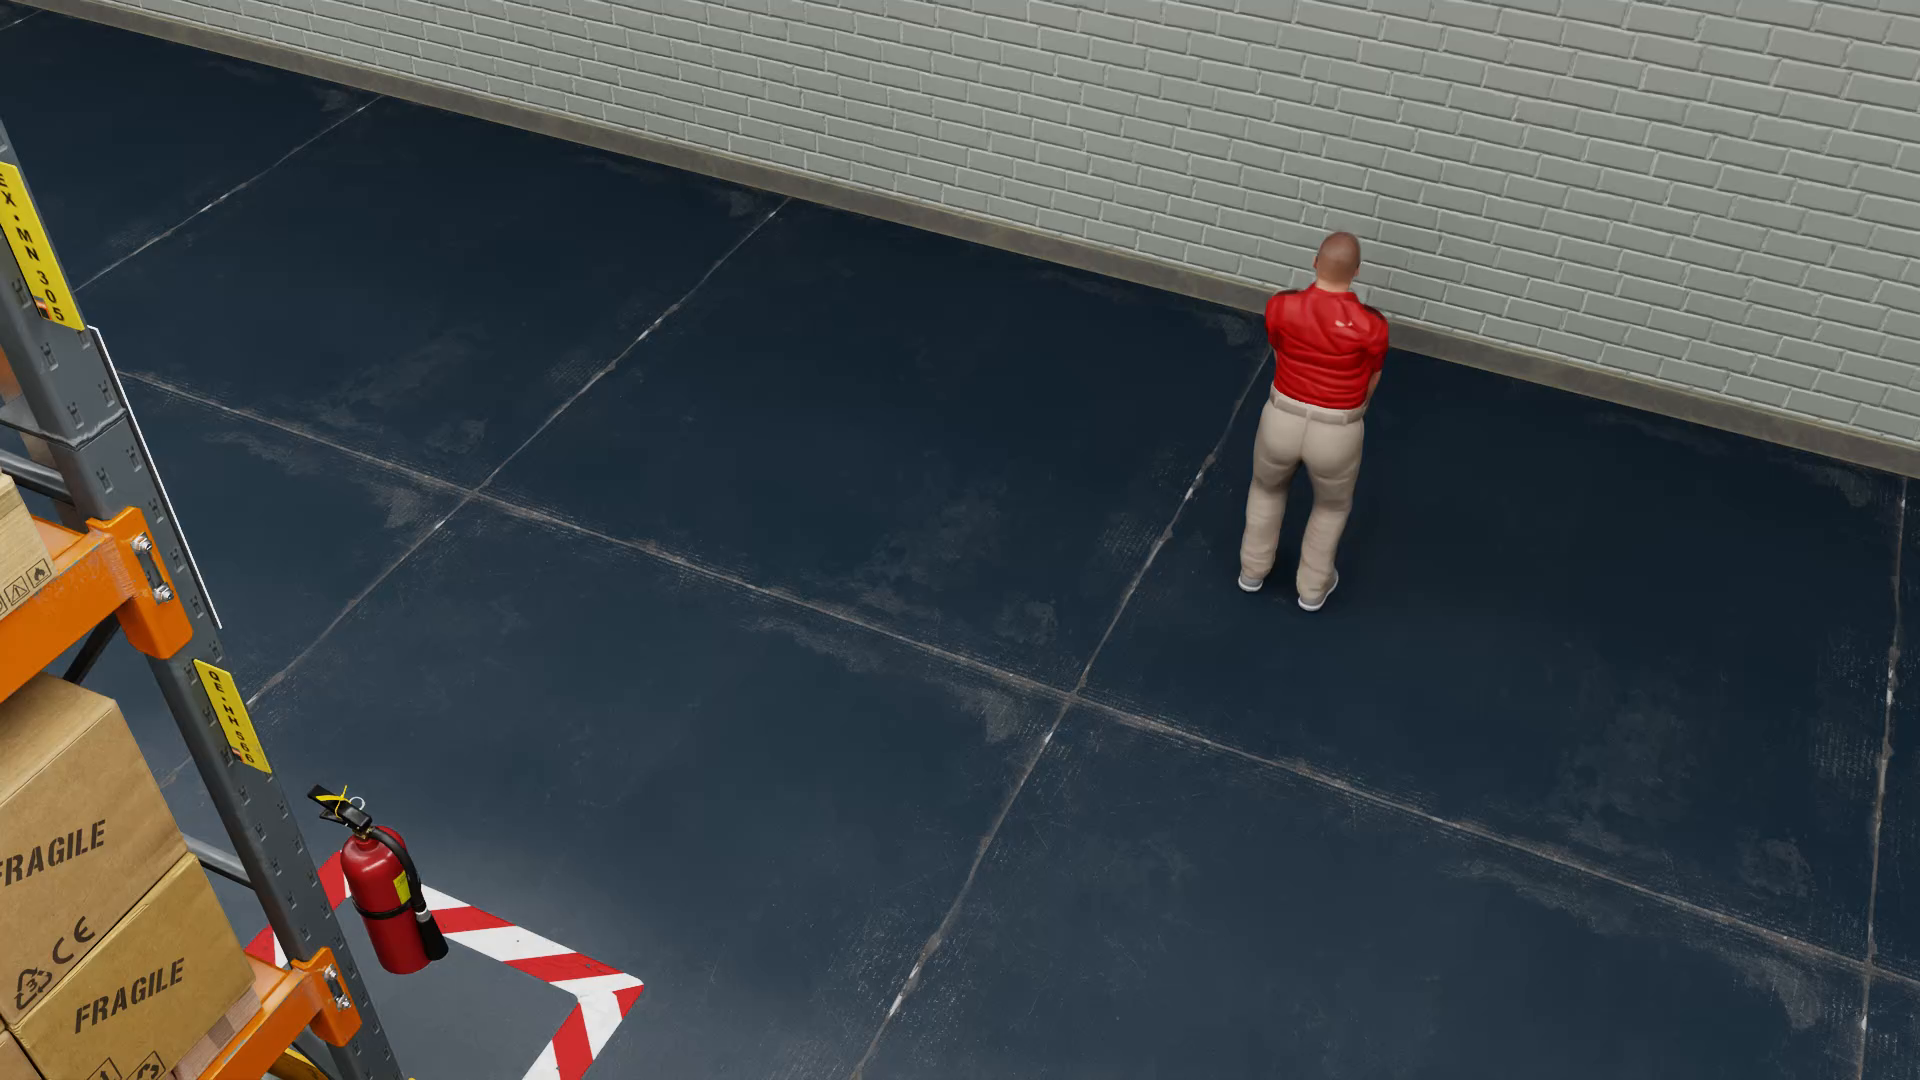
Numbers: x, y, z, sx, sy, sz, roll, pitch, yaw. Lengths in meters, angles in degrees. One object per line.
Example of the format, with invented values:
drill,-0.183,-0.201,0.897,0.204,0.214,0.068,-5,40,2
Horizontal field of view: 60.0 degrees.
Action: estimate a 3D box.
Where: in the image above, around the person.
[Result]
person,1.430,-0.499,6.726,0.527,1.732,0.475,17,44,18
